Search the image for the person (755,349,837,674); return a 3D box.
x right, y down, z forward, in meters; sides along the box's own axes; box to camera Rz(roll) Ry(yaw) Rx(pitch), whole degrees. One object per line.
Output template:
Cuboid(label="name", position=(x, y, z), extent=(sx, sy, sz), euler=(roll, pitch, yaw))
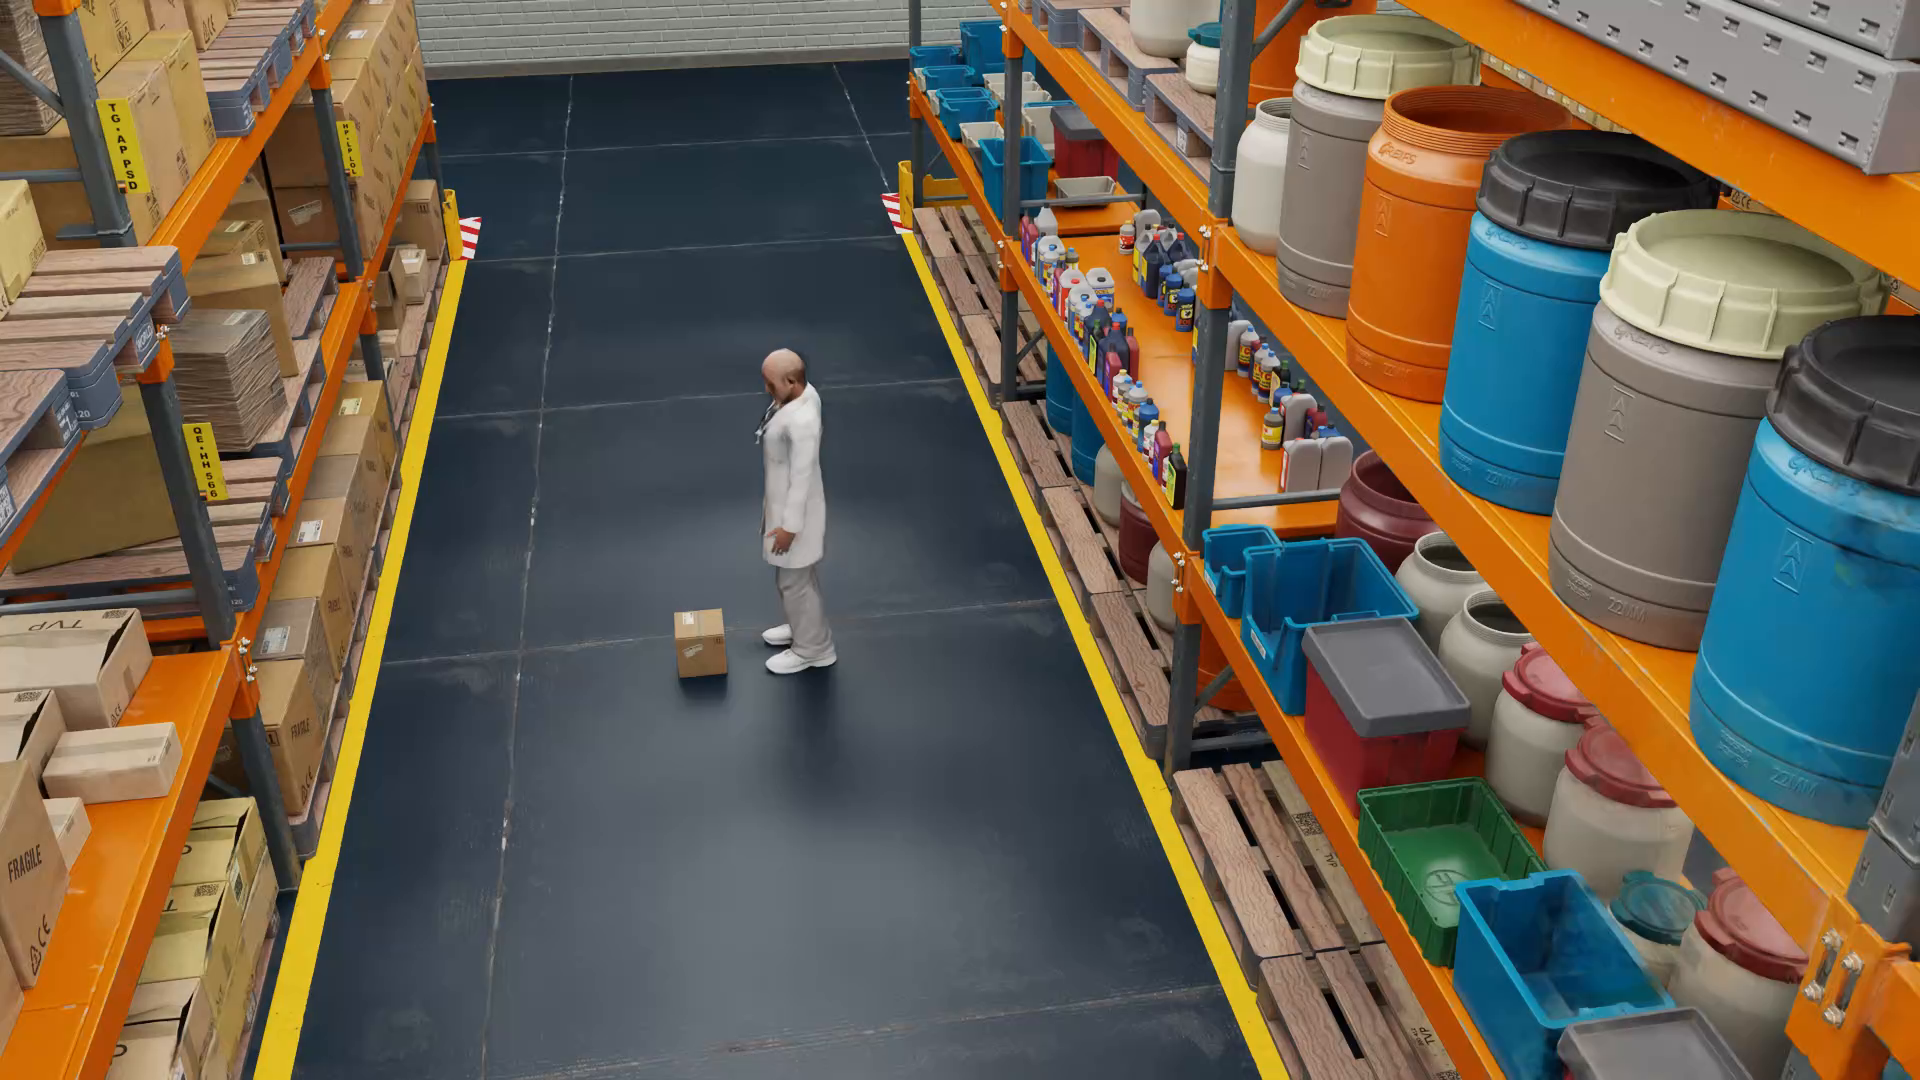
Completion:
Cuboid(label="person", position=(-0.852, -0.147, 8.422), extent=(0.377, 1.770, 0.564), euler=(-5, 31, -8))
